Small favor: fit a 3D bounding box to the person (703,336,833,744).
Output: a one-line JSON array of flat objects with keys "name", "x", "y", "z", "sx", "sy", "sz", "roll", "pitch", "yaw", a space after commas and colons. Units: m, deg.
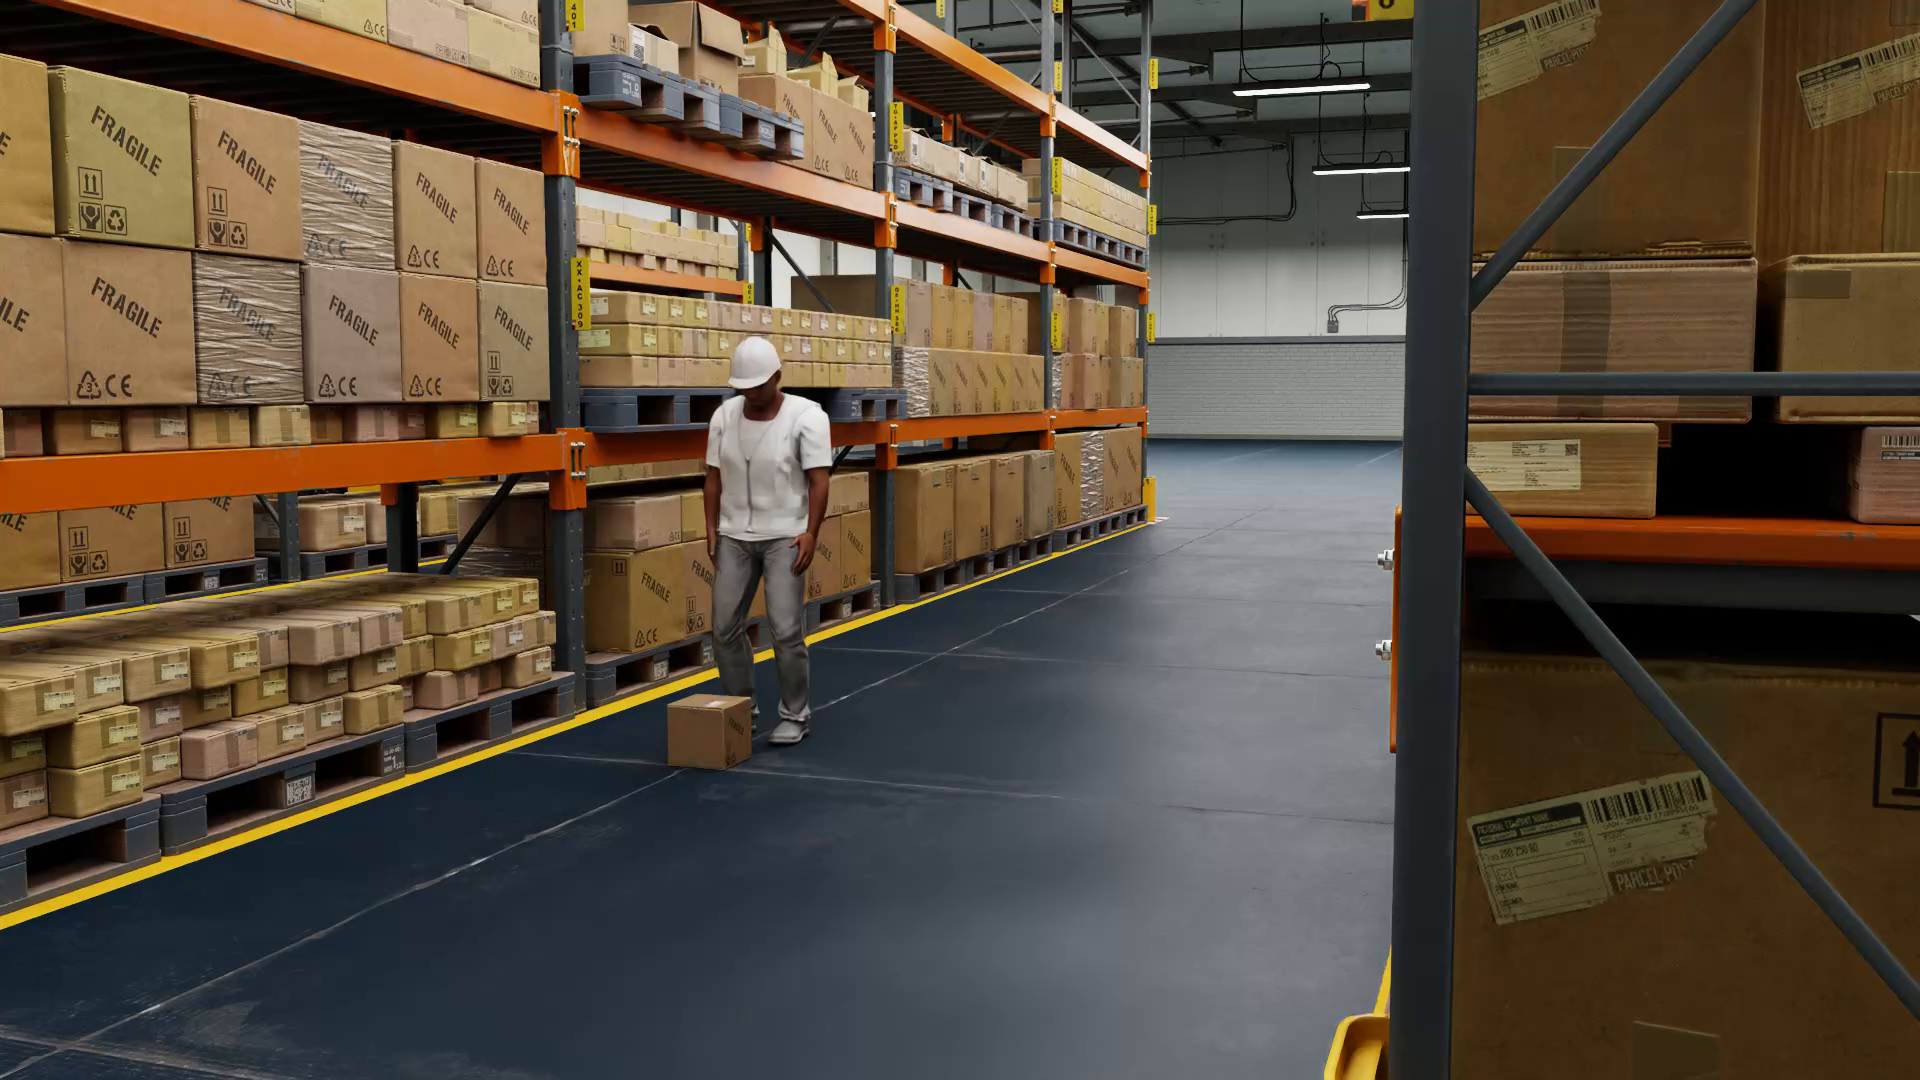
[{"name": "person", "x": -0.833, "y": 0.001, "z": 7.097, "sx": 0.588, "sy": 1.725, "sz": 0.437, "roll": 2, "pitch": 5, "yaw": 20}]
